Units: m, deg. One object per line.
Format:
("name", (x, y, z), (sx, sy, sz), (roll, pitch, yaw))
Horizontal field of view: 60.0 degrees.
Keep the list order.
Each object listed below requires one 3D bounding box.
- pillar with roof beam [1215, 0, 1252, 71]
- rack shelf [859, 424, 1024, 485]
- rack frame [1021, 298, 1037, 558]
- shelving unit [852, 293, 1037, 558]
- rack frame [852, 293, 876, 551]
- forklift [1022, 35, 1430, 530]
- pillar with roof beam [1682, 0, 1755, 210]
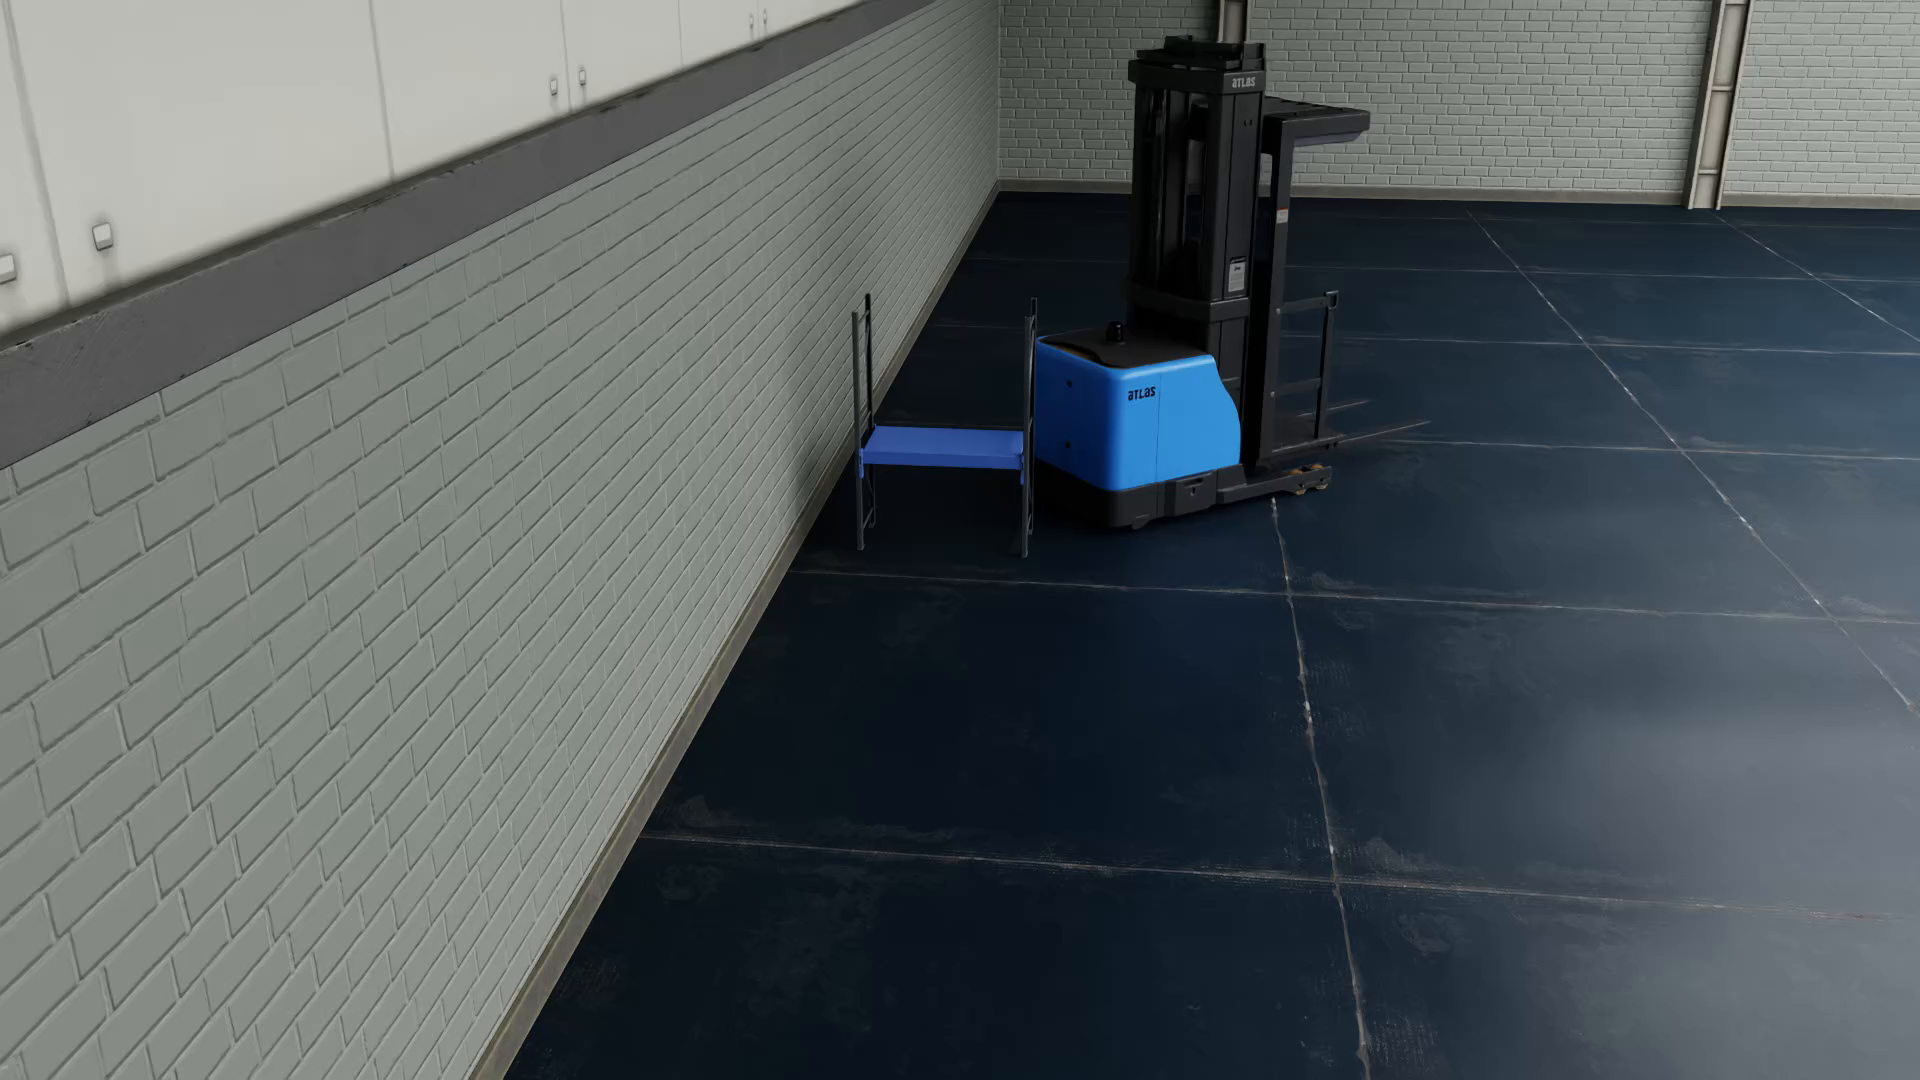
("pillar with roof beam", (2.957, -7.110, 16.185), (0.400, 9.000, 9.100), (2, 22, 6))
("rack shelf", (-0.085, -0.534, 10.240), (1.000, 0.185, 0.538), (2, 22, 6))
("rack frame", (0.420, -0.679, 10.118), (0.032, 1.500, 0.500), (2, 22, 6))
("shelving unit", (-0.085, -0.701, 10.173), (1.048, 1.500, 0.538), (2, 22, 6))
("rack frame", (-0.590, -0.723, 10.229), (0.032, 1.500, 0.500), (2, 22, 6))
("forklift", (1.932, -1.818, 11.053), (3.031, 2.935, 1.130), (-13, 25, -30))
("pillar with roof beam", (8.915, -6.851, 15.528), (0.400, 9.000, 9.100), (2, 22, 6))
